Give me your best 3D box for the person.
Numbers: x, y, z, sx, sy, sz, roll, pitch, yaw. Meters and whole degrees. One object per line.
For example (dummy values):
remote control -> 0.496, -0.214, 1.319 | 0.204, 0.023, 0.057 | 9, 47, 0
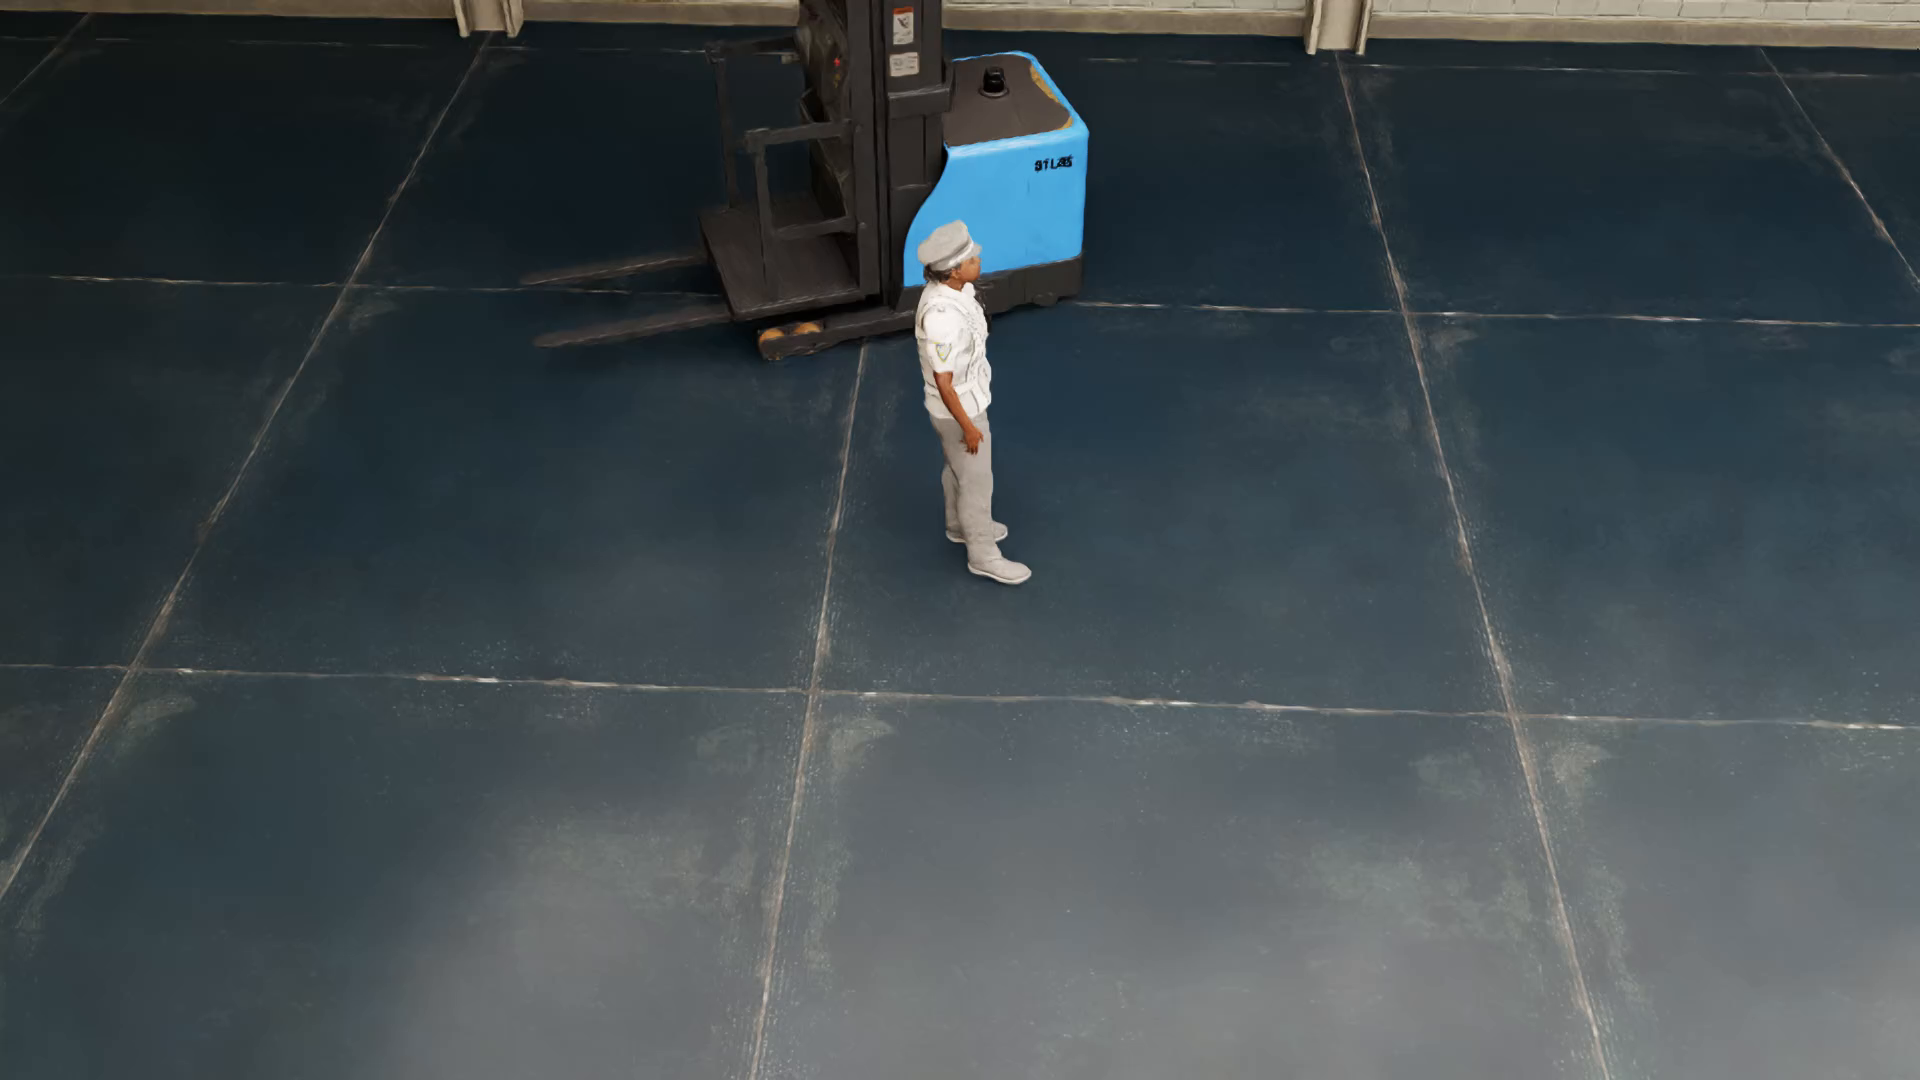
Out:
person -> 0.074, -0.616, 7.323 | 0.530, 1.695, 0.570 | 2, 42, 2

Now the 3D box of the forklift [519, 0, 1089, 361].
forklift -> -0.884, -2.451, 8.427 | 3.031, 2.935, 1.130 | -12, 44, -13
